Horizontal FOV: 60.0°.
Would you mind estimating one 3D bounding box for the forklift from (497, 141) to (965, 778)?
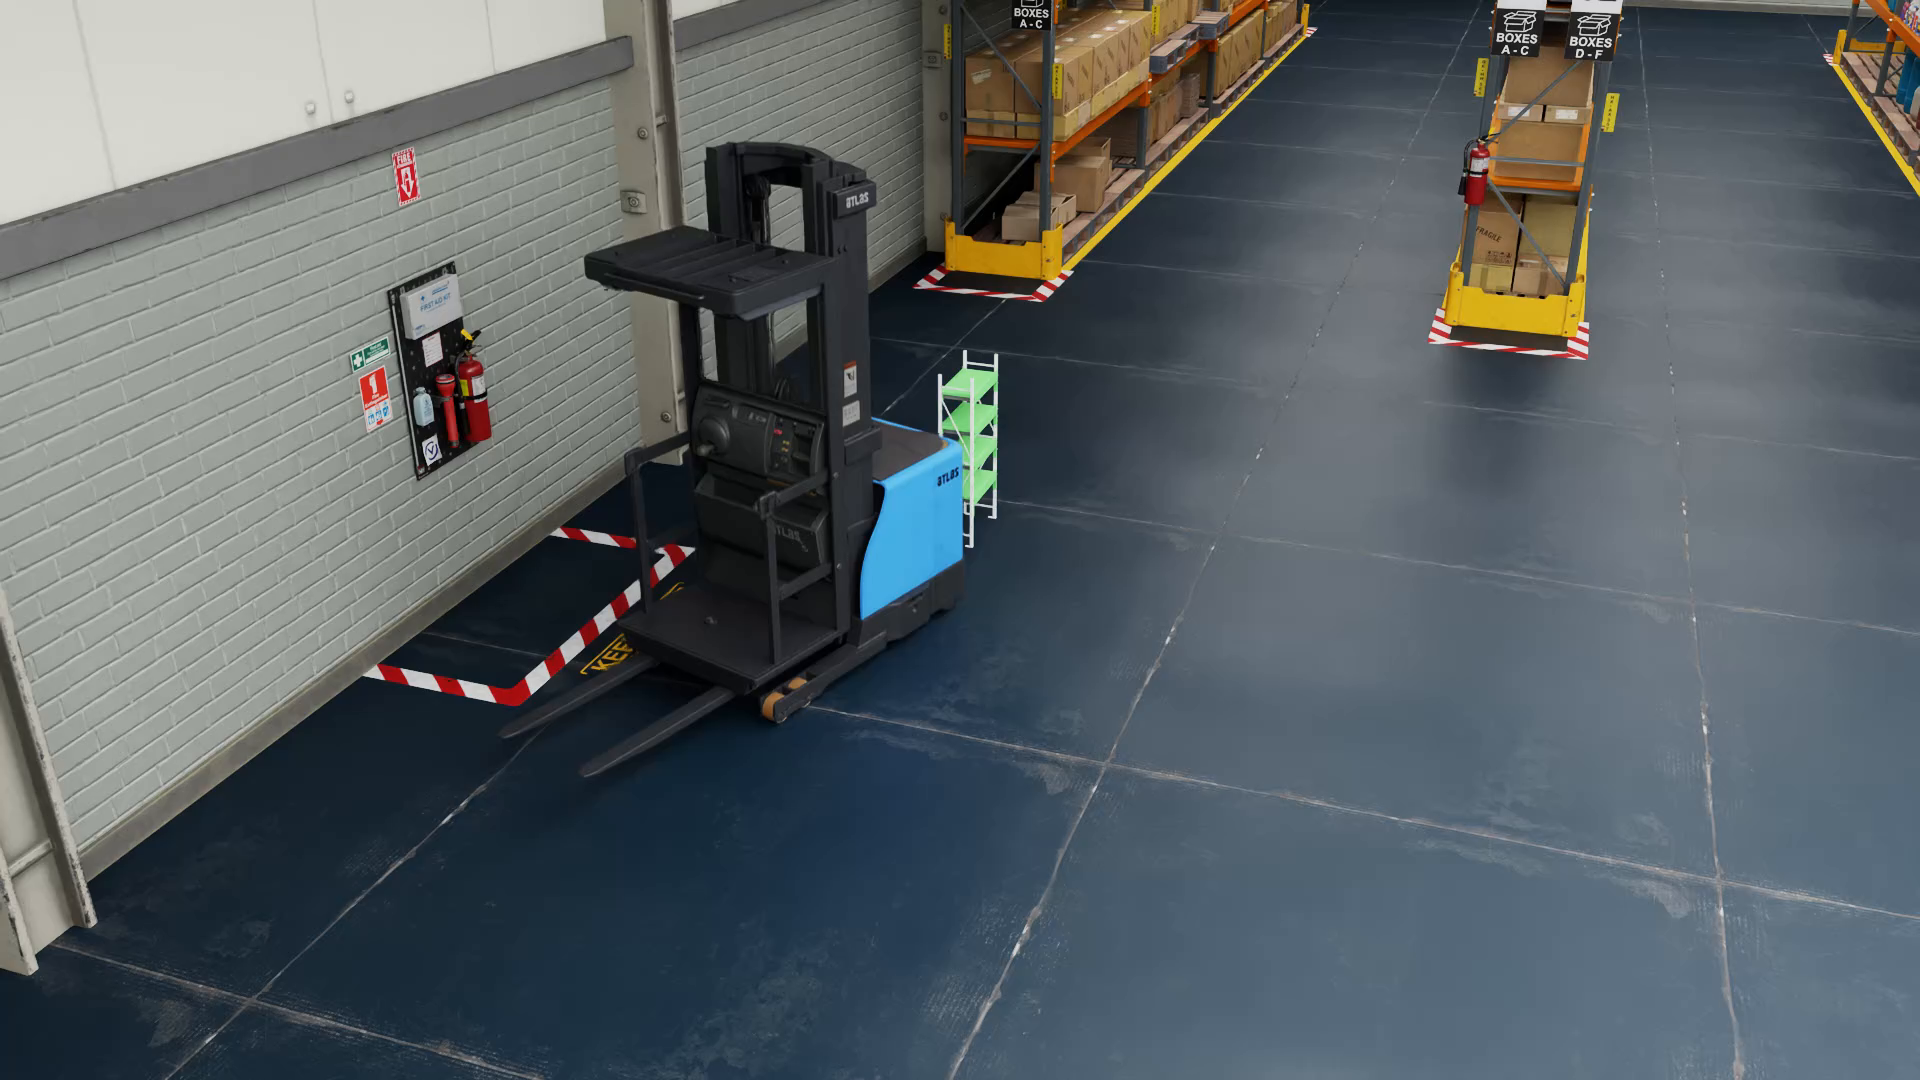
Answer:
[{"bbox_3d":[-1.244,-0.552,9.026,1.130,2.935,3.031,18,31,32],"label":"forklift"}]

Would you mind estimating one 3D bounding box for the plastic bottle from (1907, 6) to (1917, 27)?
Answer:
[{"bbox_3d":[13.047,-7.167,22.758,0.097,0.271,0.097,0,26,0],"label":"plastic bottle"}]

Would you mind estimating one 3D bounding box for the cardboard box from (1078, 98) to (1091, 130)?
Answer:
[{"bbox_3d":[1.032,-4.371,16.984,0.500,0.250,0.500,8,27,16],"label":"cardboard box"}]

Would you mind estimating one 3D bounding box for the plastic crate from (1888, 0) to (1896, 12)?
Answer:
[{"bbox_3d":[13.580,-7.815,23.898,0.392,0.384,0.575,9,27,17],"label":"plastic crate"}]

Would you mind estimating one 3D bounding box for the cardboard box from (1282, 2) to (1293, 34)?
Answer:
[{"bbox_3d":[5.430,-9.190,29.176,0.700,0.500,0.500,9,27,17],"label":"cardboard box"}]

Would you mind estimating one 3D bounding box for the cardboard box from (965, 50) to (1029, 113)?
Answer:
[{"bbox_3d":[0.367,-4.563,16.520,0.500,0.500,0.500,8,27,17],"label":"cardboard box"}]

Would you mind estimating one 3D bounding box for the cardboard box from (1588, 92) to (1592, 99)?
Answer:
[{"bbox_3d":[5.586,-4.021,15.253,0.380,0.149,0.250,9,27,18],"label":"cardboard box"}]

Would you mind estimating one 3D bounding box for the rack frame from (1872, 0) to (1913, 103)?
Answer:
[{"bbox_3d":[13.746,-7.554,23.409,1.000,3.000,0.127,9,27,17],"label":"rack frame"}]

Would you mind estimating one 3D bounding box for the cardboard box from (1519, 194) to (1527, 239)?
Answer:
[{"bbox_3d":[5.790,-3.233,16.297,0.500,0.500,0.500,9,27,17],"label":"cardboard box"}]

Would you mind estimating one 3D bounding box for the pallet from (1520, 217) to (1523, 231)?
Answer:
[{"bbox_3d":[6.110,-3.410,18.051,1.003,0.211,1.213,9,27,17],"label":"pallet"}]

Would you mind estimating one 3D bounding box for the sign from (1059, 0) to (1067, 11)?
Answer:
[{"bbox_3d":[1.217,-6.303,19.498,0.100,0.325,0.005,9,27,17],"label":"sign"}]

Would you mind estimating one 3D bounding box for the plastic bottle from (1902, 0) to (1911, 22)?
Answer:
[{"bbox_3d":[13.177,-7.358,23.138,0.061,0.283,0.133,9,27,17],"label":"plastic bottle"}]

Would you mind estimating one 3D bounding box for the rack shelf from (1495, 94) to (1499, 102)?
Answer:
[{"bbox_3d":[7.080,-5.484,19.960,1.077,0.370,4.000,9,27,17],"label":"rack shelf"}]

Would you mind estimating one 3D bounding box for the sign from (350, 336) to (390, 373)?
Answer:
[{"bbox_3d":[-3.299,-1.040,9.306,0.001,0.109,0.331,9,27,17],"label":"sign"}]

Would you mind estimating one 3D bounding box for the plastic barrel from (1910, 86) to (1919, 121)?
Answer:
[{"bbox_3d":[13.041,-5.892,22.350,0.421,0.512,0.421,0,26,0],"label":"plastic barrel"}]

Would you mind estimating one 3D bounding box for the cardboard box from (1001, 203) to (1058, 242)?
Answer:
[{"bbox_3d":[0.726,-3.318,17.242,0.500,0.311,0.500,6,26,12],"label":"cardboard box"}]

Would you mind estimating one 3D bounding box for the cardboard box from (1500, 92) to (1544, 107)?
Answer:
[{"bbox_3d":[5.116,-3.972,15.152,0.380,0.149,0.250,9,27,19],"label":"cardboard box"}]

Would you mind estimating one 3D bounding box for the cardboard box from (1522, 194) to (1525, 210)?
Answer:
[{"bbox_3d":[5.632,-3.719,17.302,0.500,0.500,0.500,9,27,17],"label":"cardboard box"}]

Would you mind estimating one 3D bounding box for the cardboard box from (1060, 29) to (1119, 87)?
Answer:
[{"bbox_3d":[1.365,-5.118,17.667,0.500,0.500,0.500,10,27,19],"label":"cardboard box"}]

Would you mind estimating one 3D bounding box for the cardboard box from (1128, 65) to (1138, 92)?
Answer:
[{"bbox_3d":[1.696,-5.202,18.702,0.500,0.250,0.500,9,27,18],"label":"cardboard box"}]

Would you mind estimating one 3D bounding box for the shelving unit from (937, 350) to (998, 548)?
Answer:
[{"bbox_3d":[0.055,-0.608,11.129,0.258,1.200,0.503,9,27,17],"label":"shelving unit"}]

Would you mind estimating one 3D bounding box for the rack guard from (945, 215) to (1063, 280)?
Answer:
[{"bbox_3d":[0.436,-2.965,16.801,1.175,0.500,0.348,9,27,17],"label":"rack guard"}]

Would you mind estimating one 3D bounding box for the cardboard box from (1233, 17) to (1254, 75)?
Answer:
[{"bbox_3d":[4.017,-7.560,25.408,0.750,0.750,0.750,10,27,19],"label":"cardboard box"}]

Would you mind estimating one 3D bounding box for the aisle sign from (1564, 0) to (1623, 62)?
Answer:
[{"bbox_3d":[5.350,-4.441,13.997,0.394,0.787,0.004,9,27,17],"label":"aisle sign"}]

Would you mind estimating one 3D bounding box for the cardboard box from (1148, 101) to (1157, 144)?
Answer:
[{"bbox_3d":[2.095,-5.300,21.119,0.700,0.500,0.500,8,27,16],"label":"cardboard box"}]

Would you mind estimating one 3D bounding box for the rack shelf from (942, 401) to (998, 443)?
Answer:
[{"bbox_3d":[0.055,-0.767,11.052,0.258,0.148,0.480,9,27,17],"label":"rack shelf"}]

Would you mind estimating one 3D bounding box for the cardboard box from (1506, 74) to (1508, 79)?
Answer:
[{"bbox_3d":[5.460,-4.396,16.029,0.380,0.149,0.250,10,27,19],"label":"cardboard box"}]

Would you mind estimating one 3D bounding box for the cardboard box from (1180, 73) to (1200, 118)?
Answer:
[{"bbox_3d":[2.882,-6.116,22.804,0.700,0.500,0.500,9,27,18],"label":"cardboard box"}]

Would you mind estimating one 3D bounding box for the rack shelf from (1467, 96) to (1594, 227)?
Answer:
[{"bbox_3d":[5.749,-3.840,16.565,1.077,0.370,4.000,9,27,17],"label":"rack shelf"}]

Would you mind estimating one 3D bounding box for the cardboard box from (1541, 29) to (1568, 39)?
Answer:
[{"bbox_3d":[5.438,-4.400,15.292,0.700,0.500,0.500,8,27,16],"label":"cardboard box"}]

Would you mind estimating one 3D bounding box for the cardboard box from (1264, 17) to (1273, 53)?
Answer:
[{"bbox_3d":[4.749,-8.347,27.434,0.700,0.500,0.500,9,27,18],"label":"cardboard box"}]

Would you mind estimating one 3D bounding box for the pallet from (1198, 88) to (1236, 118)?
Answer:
[{"bbox_3d":[3.406,-6.405,24.236,1.003,0.211,1.213,9,27,17],"label":"pallet"}]

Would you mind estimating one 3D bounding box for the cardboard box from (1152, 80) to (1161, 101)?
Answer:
[{"bbox_3d":[2.284,-5.814,21.319,0.500,0.250,0.500,8,27,16],"label":"cardboard box"}]

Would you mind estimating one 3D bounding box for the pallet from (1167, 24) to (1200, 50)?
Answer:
[{"bbox_3d":[2.453,-6.441,21.331,1.003,0.211,1.213,9,27,17],"label":"pallet"}]

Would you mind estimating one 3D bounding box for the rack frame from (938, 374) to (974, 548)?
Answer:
[{"bbox_3d":[-0.026,-0.508,10.922,0.240,1.200,0.015,9,27,17],"label":"rack frame"}]

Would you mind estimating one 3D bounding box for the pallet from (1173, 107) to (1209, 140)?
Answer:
[{"bbox_3d":[2.811,-5.771,22.927,1.003,0.211,1.213,9,27,17],"label":"pallet"}]

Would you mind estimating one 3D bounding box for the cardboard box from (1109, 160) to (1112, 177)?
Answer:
[{"bbox_3d":[1.592,-4.402,19.645,0.380,0.166,0.250,5,26,11],"label":"cardboard box"}]

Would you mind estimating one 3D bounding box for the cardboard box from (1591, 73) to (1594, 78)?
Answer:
[{"bbox_3d":[5.929,-4.441,16.121,0.380,0.149,0.250,9,27,18],"label":"cardboard box"}]

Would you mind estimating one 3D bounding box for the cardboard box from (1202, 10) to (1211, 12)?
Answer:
[{"bbox_3d":[3.401,-7.344,23.242,0.380,0.149,0.250,8,27,17],"label":"cardboard box"}]

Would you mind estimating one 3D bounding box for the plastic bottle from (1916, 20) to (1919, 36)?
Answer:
[{"bbox_3d":[12.783,-6.841,22.086,0.097,0.271,0.097,0,26,0],"label":"plastic bottle"}]

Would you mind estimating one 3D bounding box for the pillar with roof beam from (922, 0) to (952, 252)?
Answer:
[{"bbox_3d":[3.887,-6.548,14.448,9.100,9.000,0.400,9,27,17],"label":"pillar with roof beam"}]

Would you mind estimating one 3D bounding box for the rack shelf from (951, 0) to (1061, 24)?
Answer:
[{"bbox_3d":[1.076,-5.907,17.392,1.077,0.370,4.000,9,27,17],"label":"rack shelf"}]

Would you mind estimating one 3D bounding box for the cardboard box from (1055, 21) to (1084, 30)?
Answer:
[{"bbox_3d":[1.042,-5.403,18.256,0.500,0.500,0.500,10,27,19],"label":"cardboard box"}]

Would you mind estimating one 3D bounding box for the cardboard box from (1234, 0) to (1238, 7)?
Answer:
[{"bbox_3d":[3.901,-7.976,24.547,0.380,0.149,0.250,9,27,18],"label":"cardboard box"}]

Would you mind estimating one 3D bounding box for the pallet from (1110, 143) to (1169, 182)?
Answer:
[{"bbox_3d":[1.999,-4.768,20.856,1.003,0.211,1.213,9,27,17],"label":"pallet"}]

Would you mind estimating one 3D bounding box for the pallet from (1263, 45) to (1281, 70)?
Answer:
[{"bbox_3d":[4.731,-8.037,27.606,1.003,0.211,1.213,9,27,17],"label":"pallet"}]

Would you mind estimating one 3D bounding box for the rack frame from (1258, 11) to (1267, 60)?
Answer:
[{"bbox_3d":[4.404,-8.991,26.377,1.000,3.000,0.127,9,27,17],"label":"rack frame"}]

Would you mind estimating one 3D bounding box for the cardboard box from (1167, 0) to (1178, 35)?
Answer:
[{"bbox_3d":[2.326,-6.654,20.931,0.700,0.500,0.500,13,29,24],"label":"cardboard box"}]

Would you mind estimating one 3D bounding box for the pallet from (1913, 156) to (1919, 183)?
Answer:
[{"bbox_3d":[12.121,-4.342,19.976,1.003,0.211,1.213,9,27,17],"label":"pallet"}]

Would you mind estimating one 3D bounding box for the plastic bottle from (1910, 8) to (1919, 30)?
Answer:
[{"bbox_3d":[12.926,-7.048,22.498,0.061,0.283,0.133,9,27,17],"label":"plastic bottle"}]
